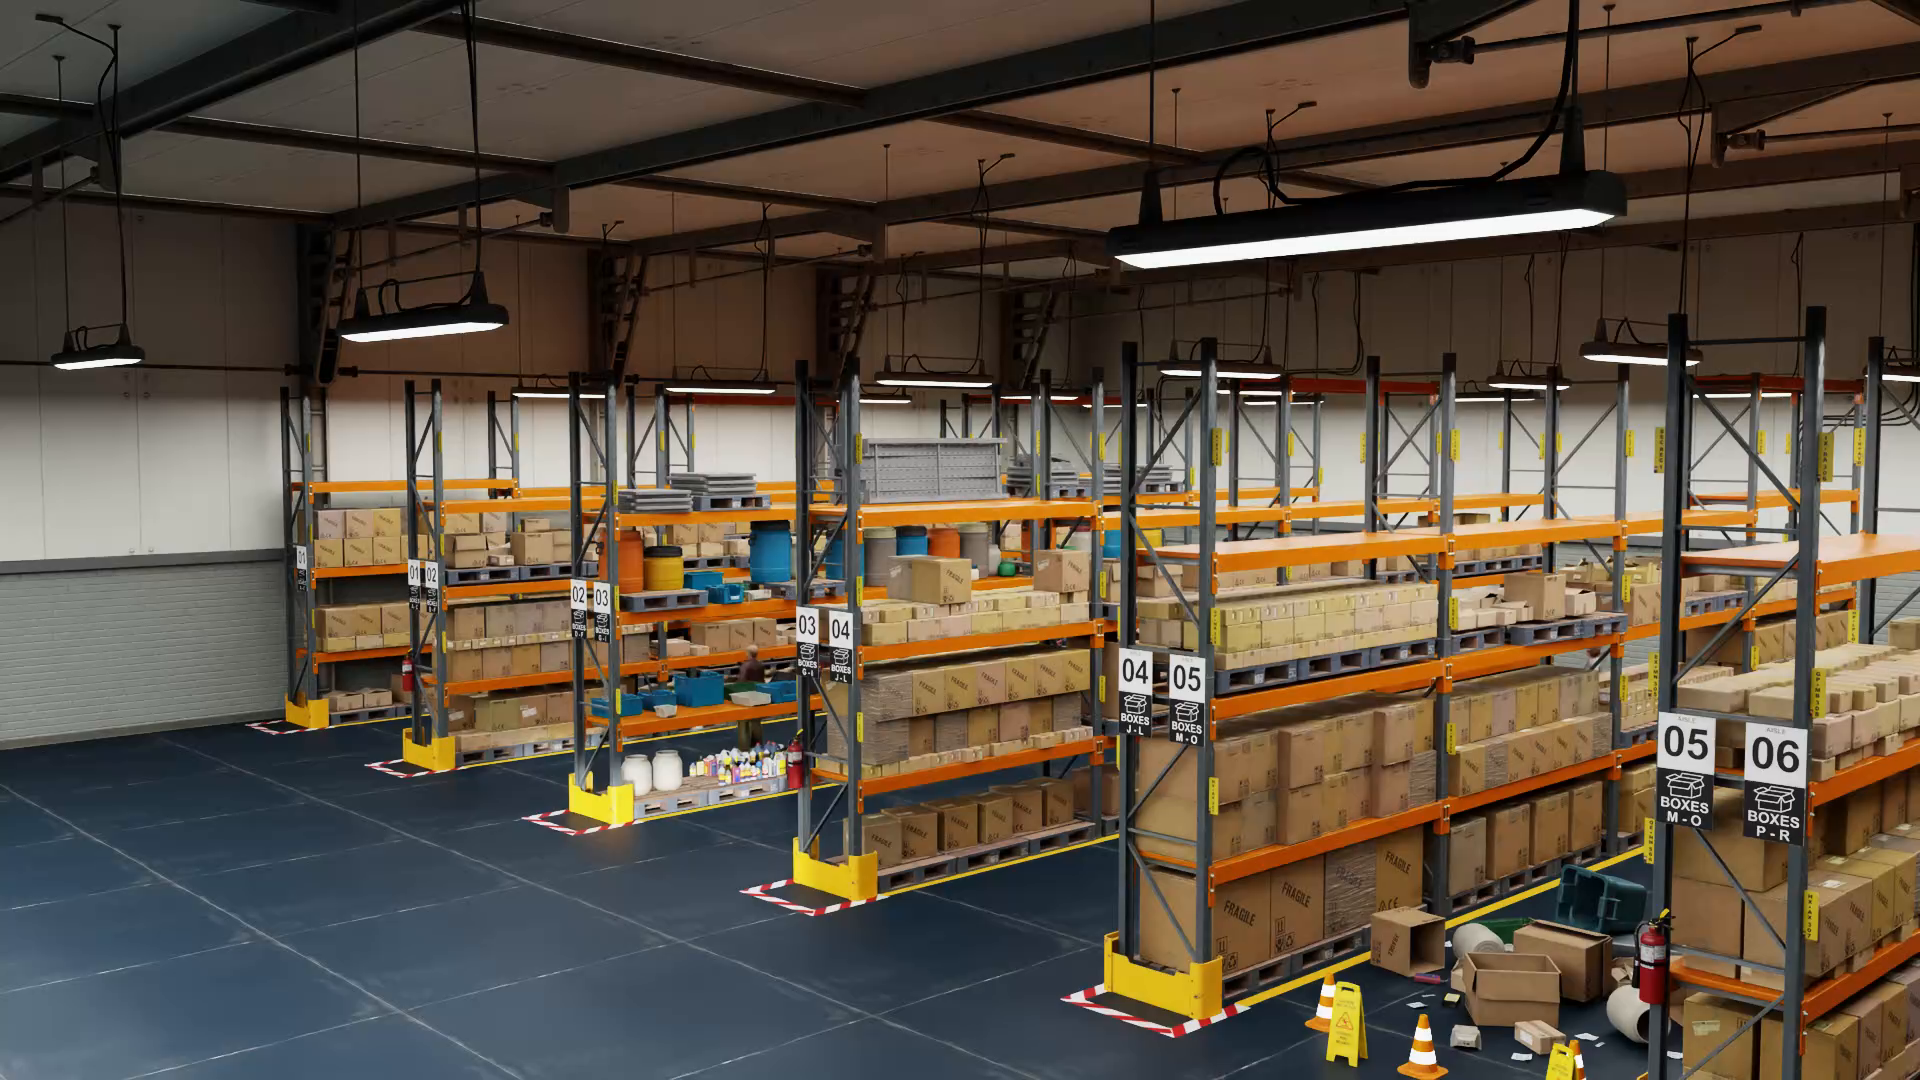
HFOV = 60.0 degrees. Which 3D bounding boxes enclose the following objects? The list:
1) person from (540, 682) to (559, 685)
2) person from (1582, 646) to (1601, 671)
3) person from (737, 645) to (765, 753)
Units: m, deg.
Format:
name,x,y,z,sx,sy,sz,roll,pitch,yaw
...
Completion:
name,x,y,z,sx,sy,sz,roll,pitch,yaw
person,-7.236,2.432,29.255,0.601,1.817,0.407,-3,5,-40
person,10.669,2.563,28.293,0.554,1.595,0.436,0,4,-6
person,-3.401,2.572,26.697,0.422,1.802,0.624,2,4,34
